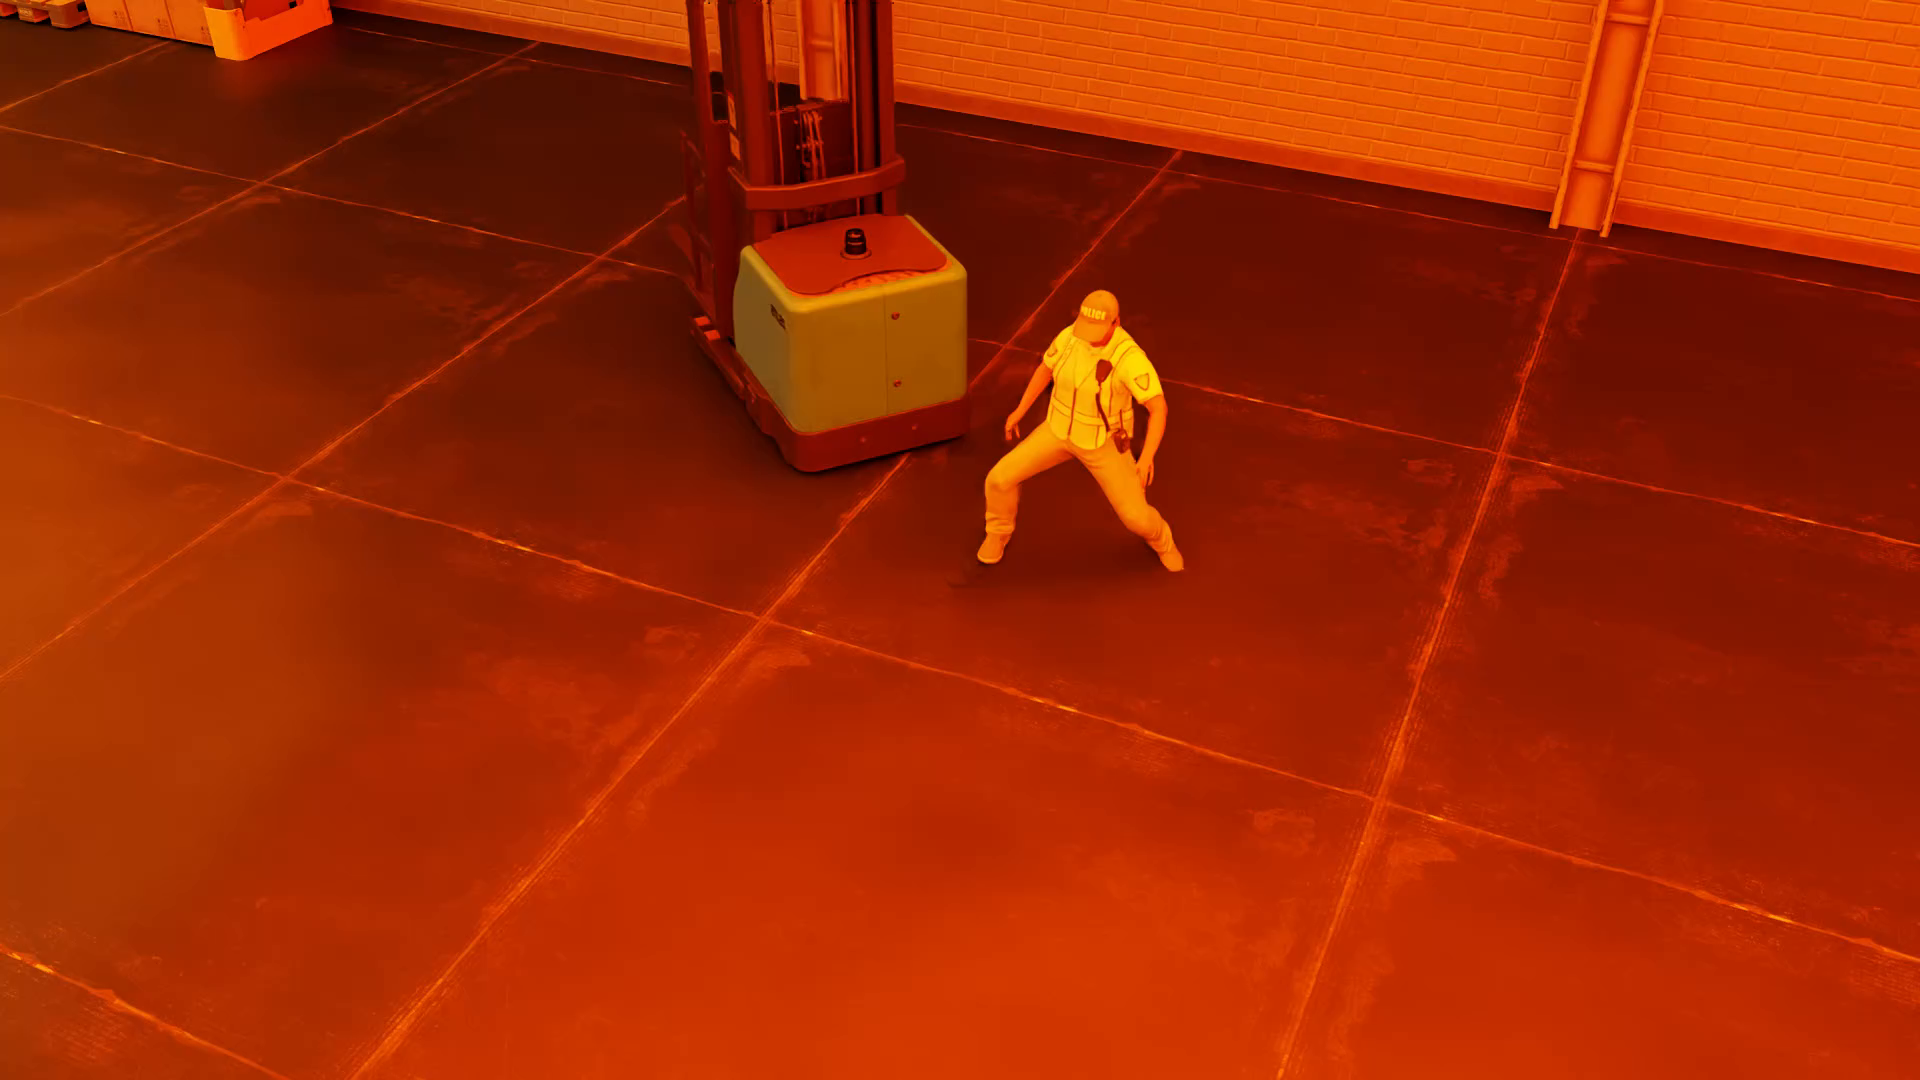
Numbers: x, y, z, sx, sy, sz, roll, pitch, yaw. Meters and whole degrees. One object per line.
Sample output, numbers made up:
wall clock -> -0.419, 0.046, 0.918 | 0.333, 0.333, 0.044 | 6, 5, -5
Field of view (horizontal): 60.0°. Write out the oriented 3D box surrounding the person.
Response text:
person -> 0.632, -0.490, 8.038 | 0.928, 1.541, 0.779 | 24, 42, 29

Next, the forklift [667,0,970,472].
forklift -> -1.026, -2.407, 9.461 | 1.130, 2.935, 3.031 | -15, 38, -20
